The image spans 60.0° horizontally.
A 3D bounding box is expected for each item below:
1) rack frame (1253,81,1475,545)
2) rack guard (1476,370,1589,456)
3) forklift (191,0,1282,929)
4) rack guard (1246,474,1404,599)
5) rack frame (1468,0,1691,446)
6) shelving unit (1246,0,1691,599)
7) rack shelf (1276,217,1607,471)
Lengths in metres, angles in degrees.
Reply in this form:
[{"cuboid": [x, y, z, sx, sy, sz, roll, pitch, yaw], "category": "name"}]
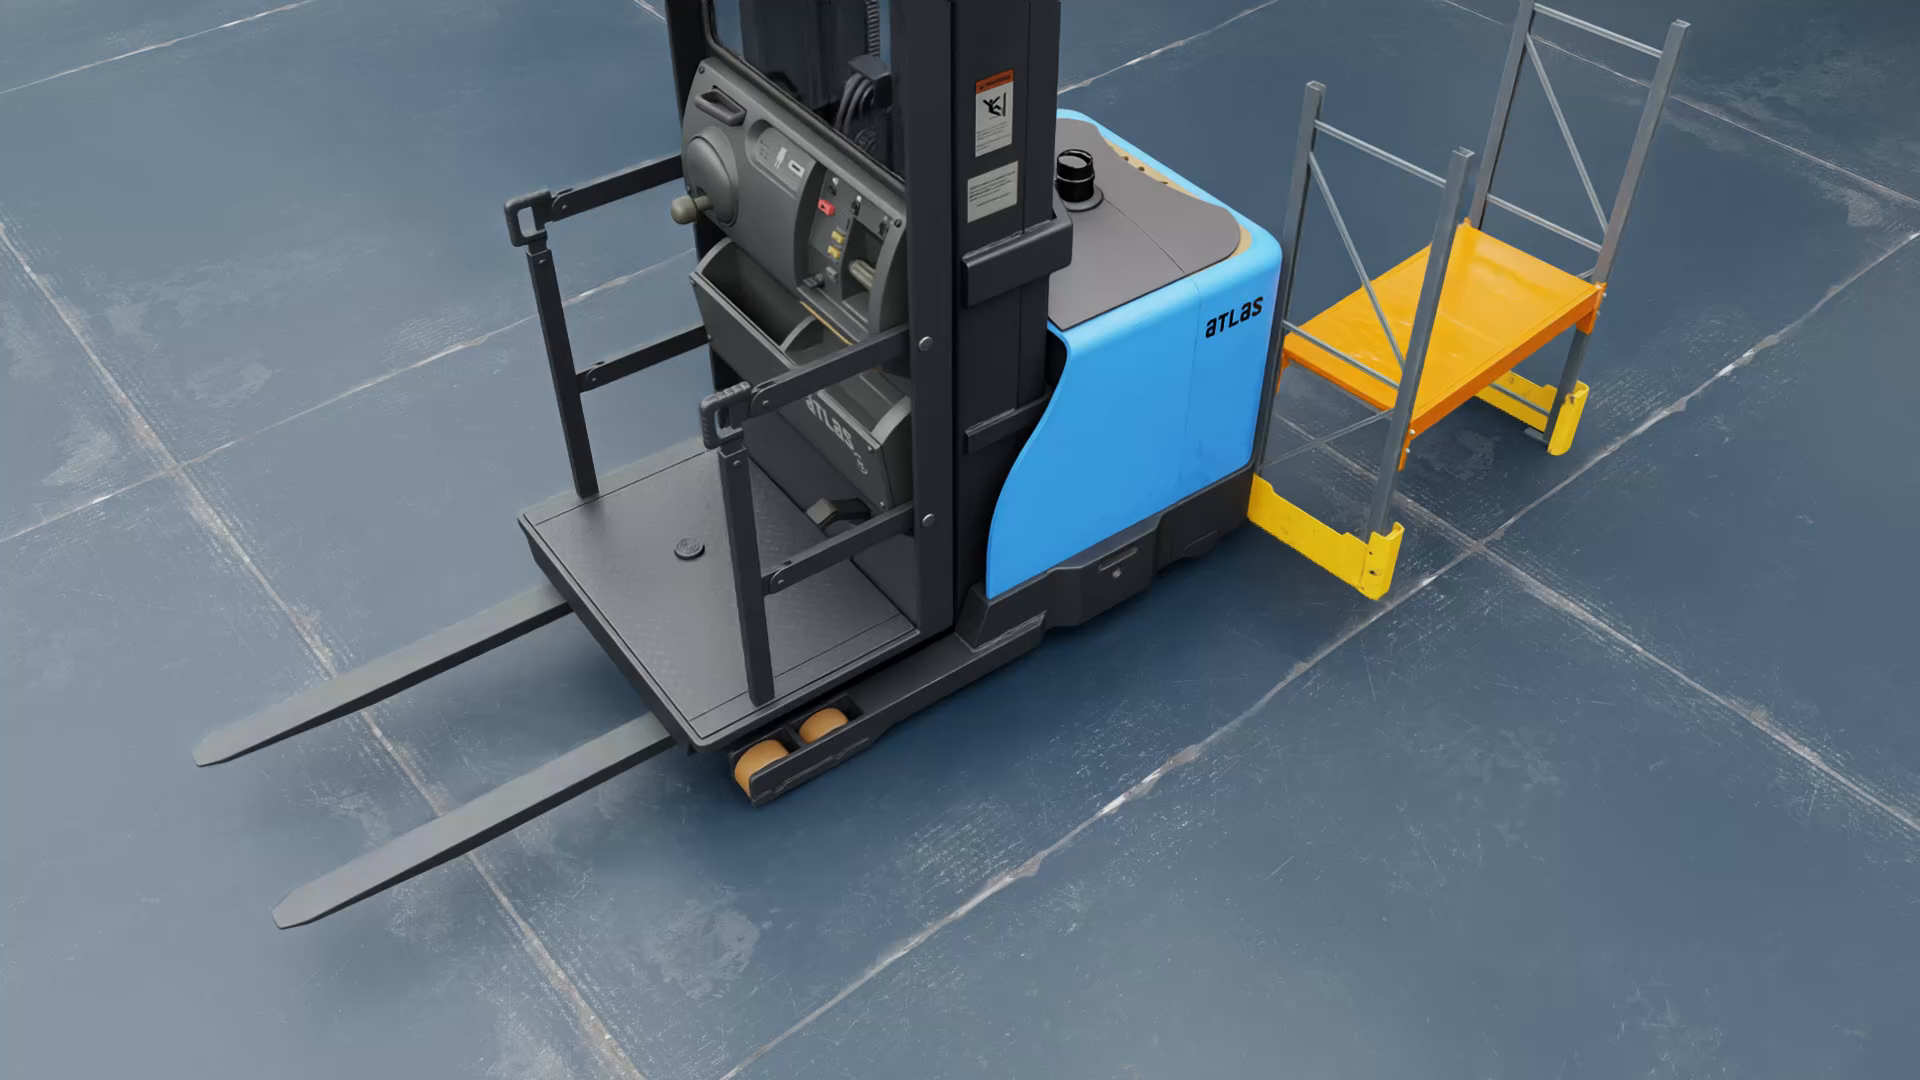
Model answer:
[{"cuboid": [1.079, -0.519, 4.707, 0.032, 1.500, 0.500, -32, 52, -30], "category": "rack frame"}, {"cuboid": [1.827, -0.533, 5.635, 0.087, 0.250, 0.587, -32, 52, -30], "category": "rack guard"}, {"cuboid": [-0.586, -0.777, 3.936, 3.031, 2.935, 1.130, -26, 49, -25], "category": "forklift"}, {"cuboid": [1.093, -0.072, 5.144, 0.087, 0.250, 0.587, -32, 52, -30], "category": "rack guard"}, {"cuboid": [1.828, -0.989, 5.208, 0.032, 1.500, 0.500, -32, 52, -30], "category": "rack frame"}, {"cuboid": [1.460, -0.758, 4.962, 1.083, 1.500, 0.587, -32, 52, -30], "category": "shelving unit"}, {"cuboid": [1.454, -0.623, 5.080, 1.000, 0.185, 0.538, -32, 52, -30], "category": "rack shelf"}]
